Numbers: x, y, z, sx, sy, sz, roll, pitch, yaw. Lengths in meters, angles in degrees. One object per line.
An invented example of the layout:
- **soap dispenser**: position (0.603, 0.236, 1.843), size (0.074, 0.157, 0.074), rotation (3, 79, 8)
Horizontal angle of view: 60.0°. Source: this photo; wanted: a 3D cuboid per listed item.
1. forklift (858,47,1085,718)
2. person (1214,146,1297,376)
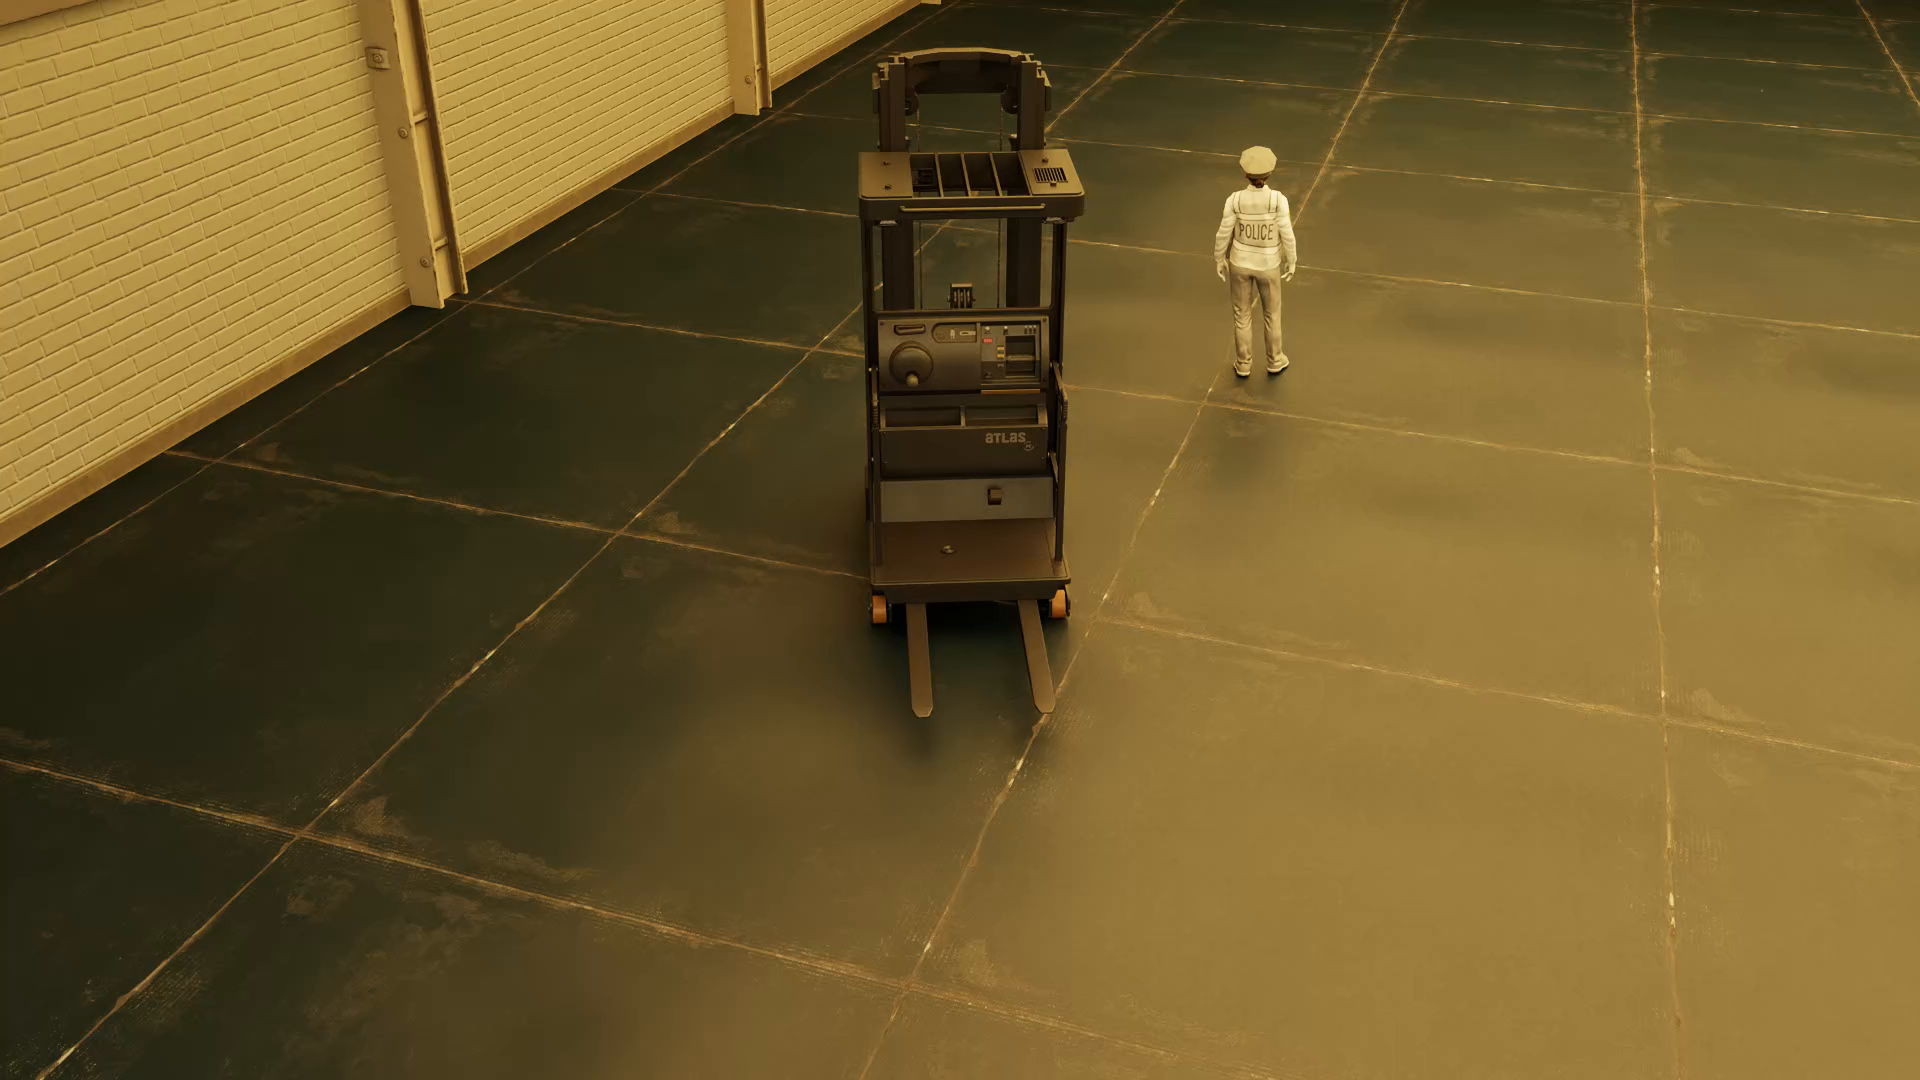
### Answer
- **forklift**: position (0.035, -0.972, 8.842), size (1.130, 2.935, 3.031), rotation (-2, 30, -3)
- **person**: position (2.109, -1.984, 11.850), size (0.587, 1.696, 0.534), rotation (8, 31, 13)
